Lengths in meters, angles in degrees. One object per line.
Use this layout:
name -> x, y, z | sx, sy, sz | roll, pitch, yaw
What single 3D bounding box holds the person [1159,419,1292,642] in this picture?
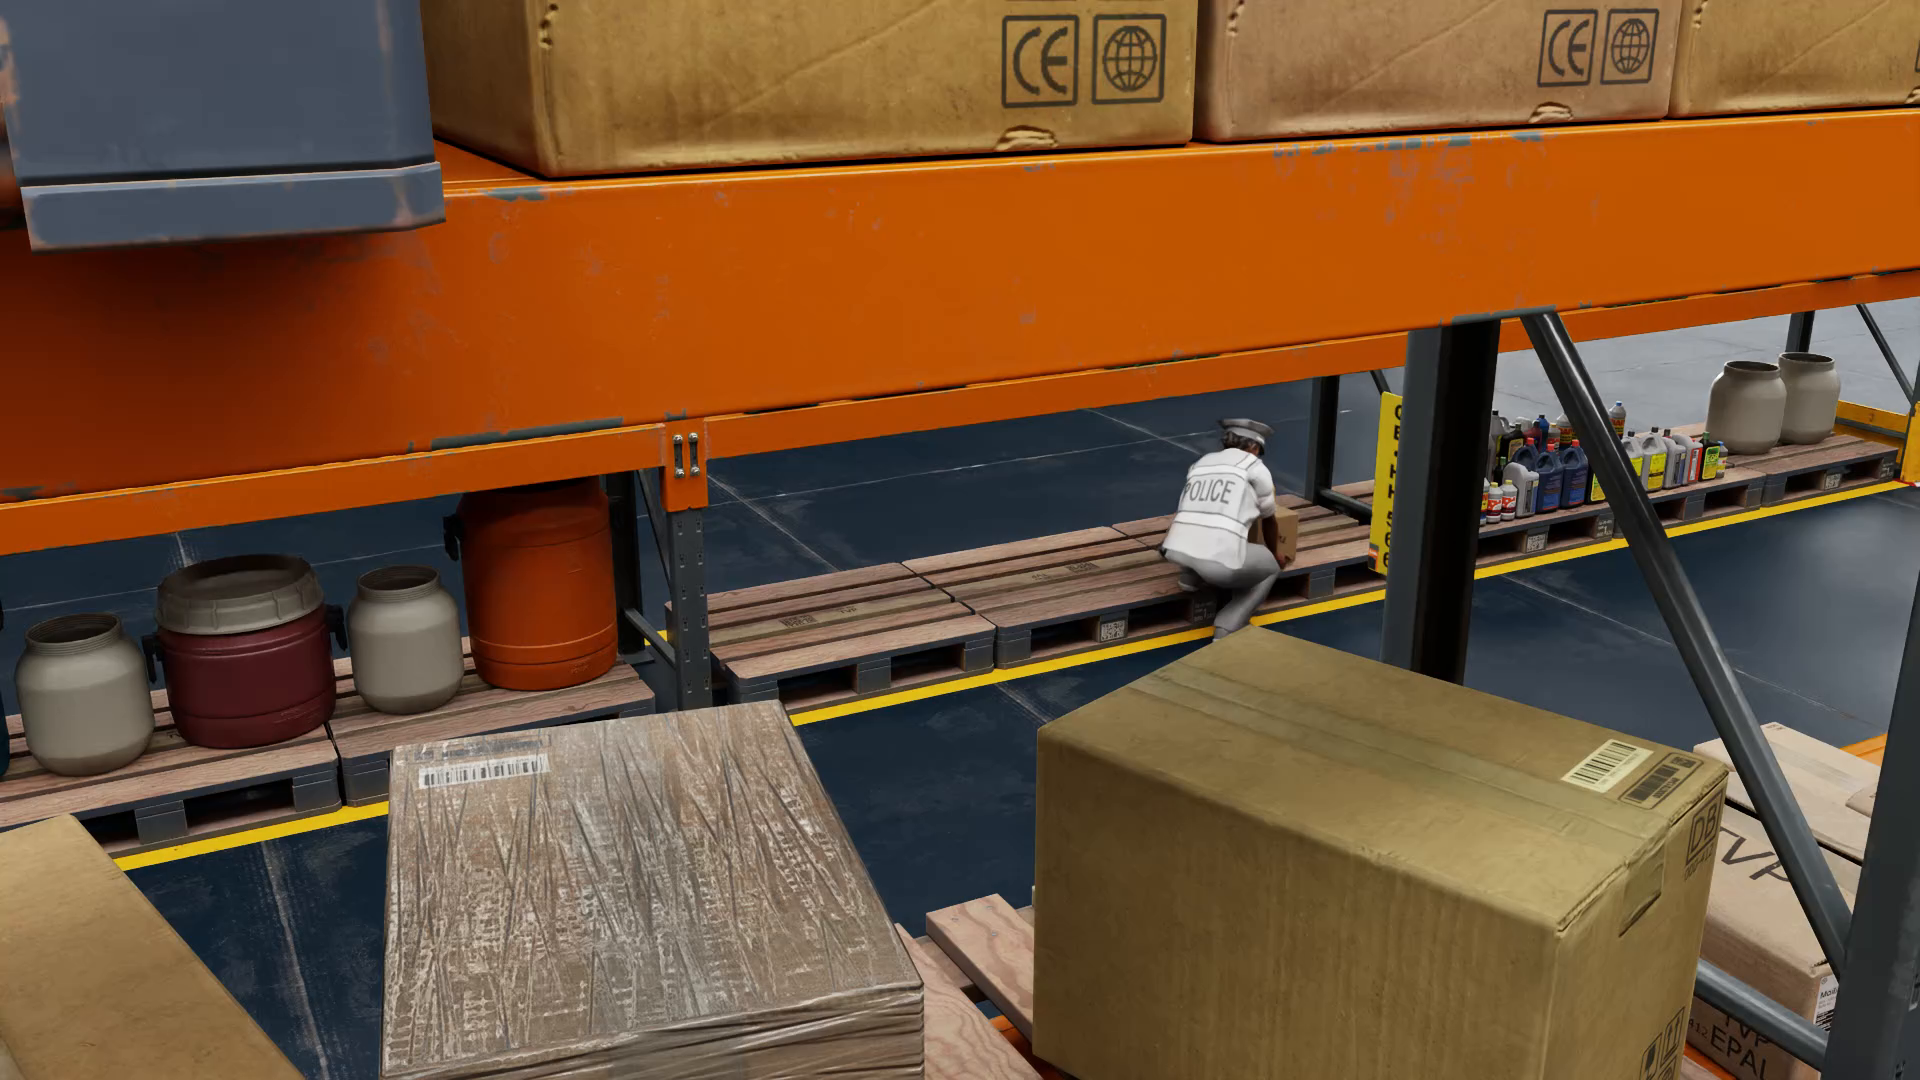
person -> 1.285, -0.066, 7.846 | 0.468, 0.985, 0.936 | 13, 23, 34
